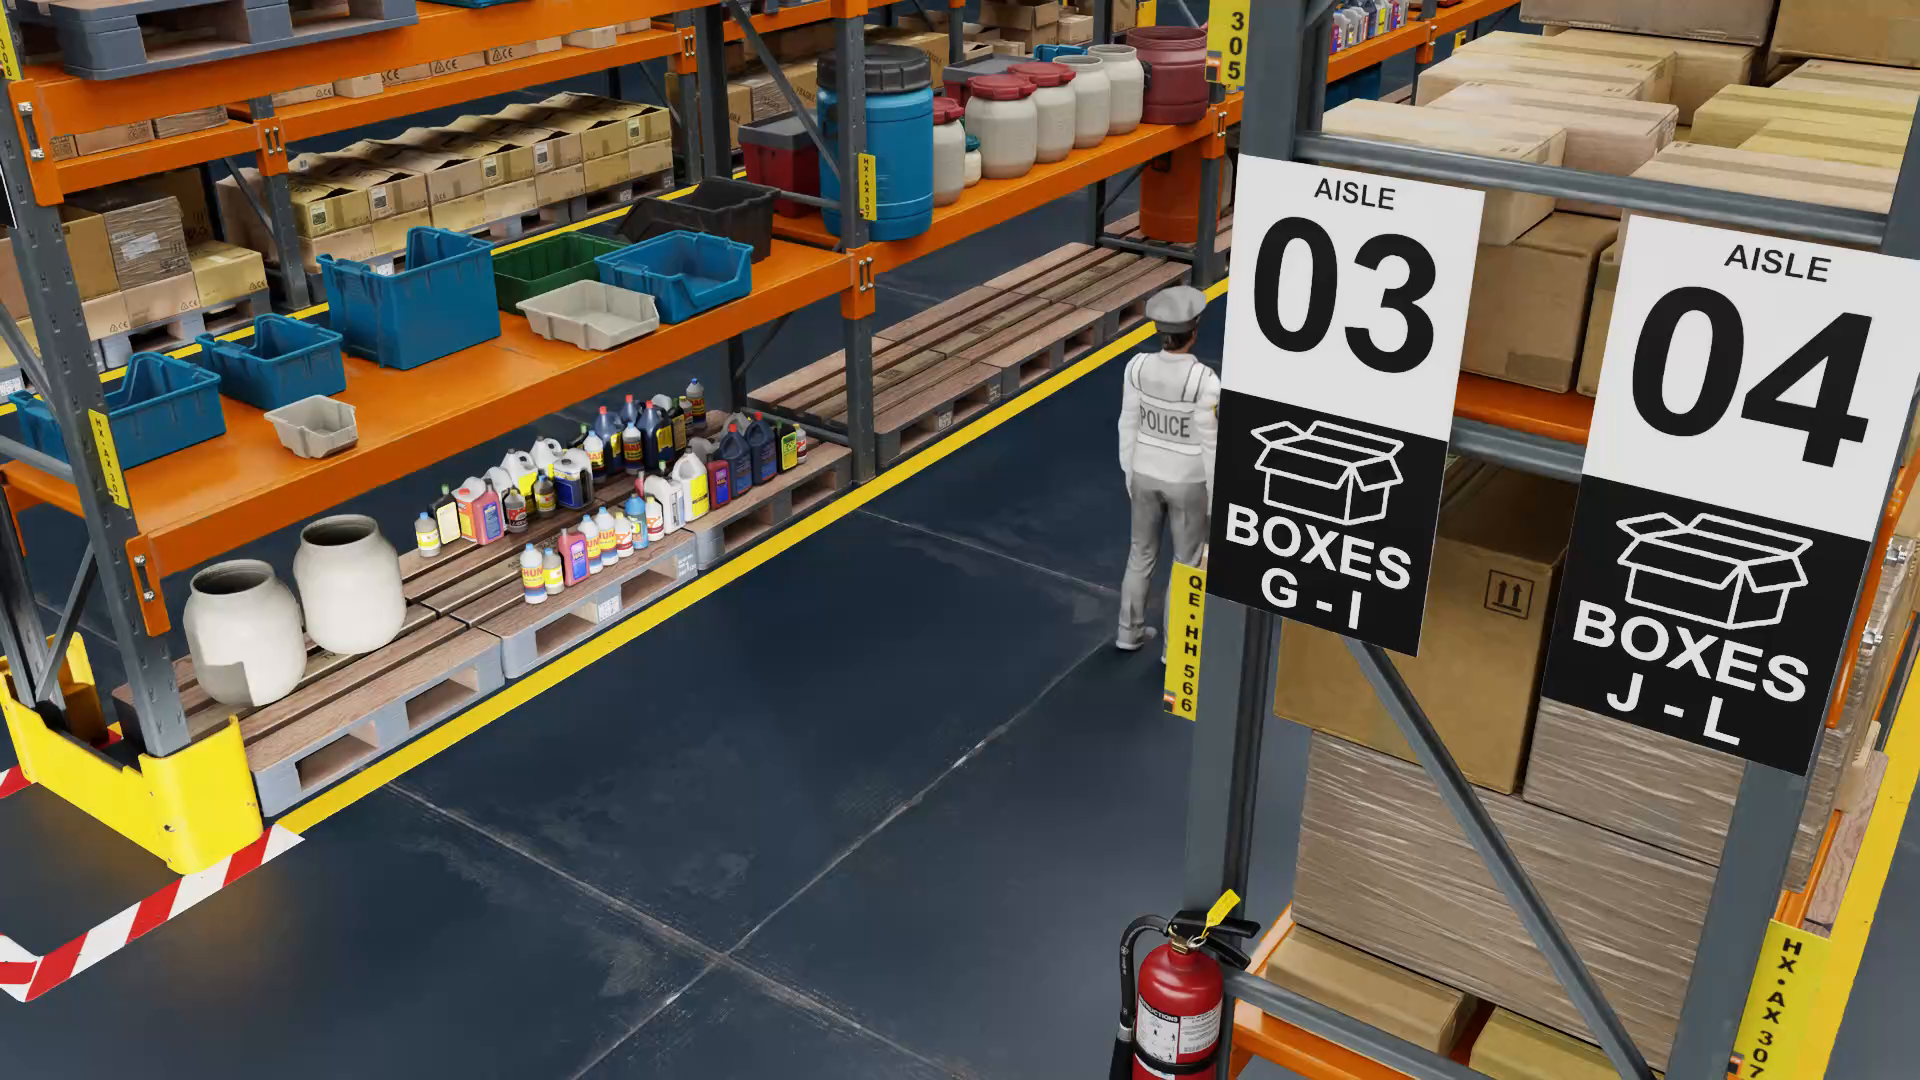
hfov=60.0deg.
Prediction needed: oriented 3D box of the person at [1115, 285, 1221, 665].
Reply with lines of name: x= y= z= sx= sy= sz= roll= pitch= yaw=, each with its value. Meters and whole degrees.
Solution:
person: x=0.902 y=-0.247 z=7.116 sx=0.472 sy=1.712 sz=0.330 roll=18 pitch=32 yaw=31
